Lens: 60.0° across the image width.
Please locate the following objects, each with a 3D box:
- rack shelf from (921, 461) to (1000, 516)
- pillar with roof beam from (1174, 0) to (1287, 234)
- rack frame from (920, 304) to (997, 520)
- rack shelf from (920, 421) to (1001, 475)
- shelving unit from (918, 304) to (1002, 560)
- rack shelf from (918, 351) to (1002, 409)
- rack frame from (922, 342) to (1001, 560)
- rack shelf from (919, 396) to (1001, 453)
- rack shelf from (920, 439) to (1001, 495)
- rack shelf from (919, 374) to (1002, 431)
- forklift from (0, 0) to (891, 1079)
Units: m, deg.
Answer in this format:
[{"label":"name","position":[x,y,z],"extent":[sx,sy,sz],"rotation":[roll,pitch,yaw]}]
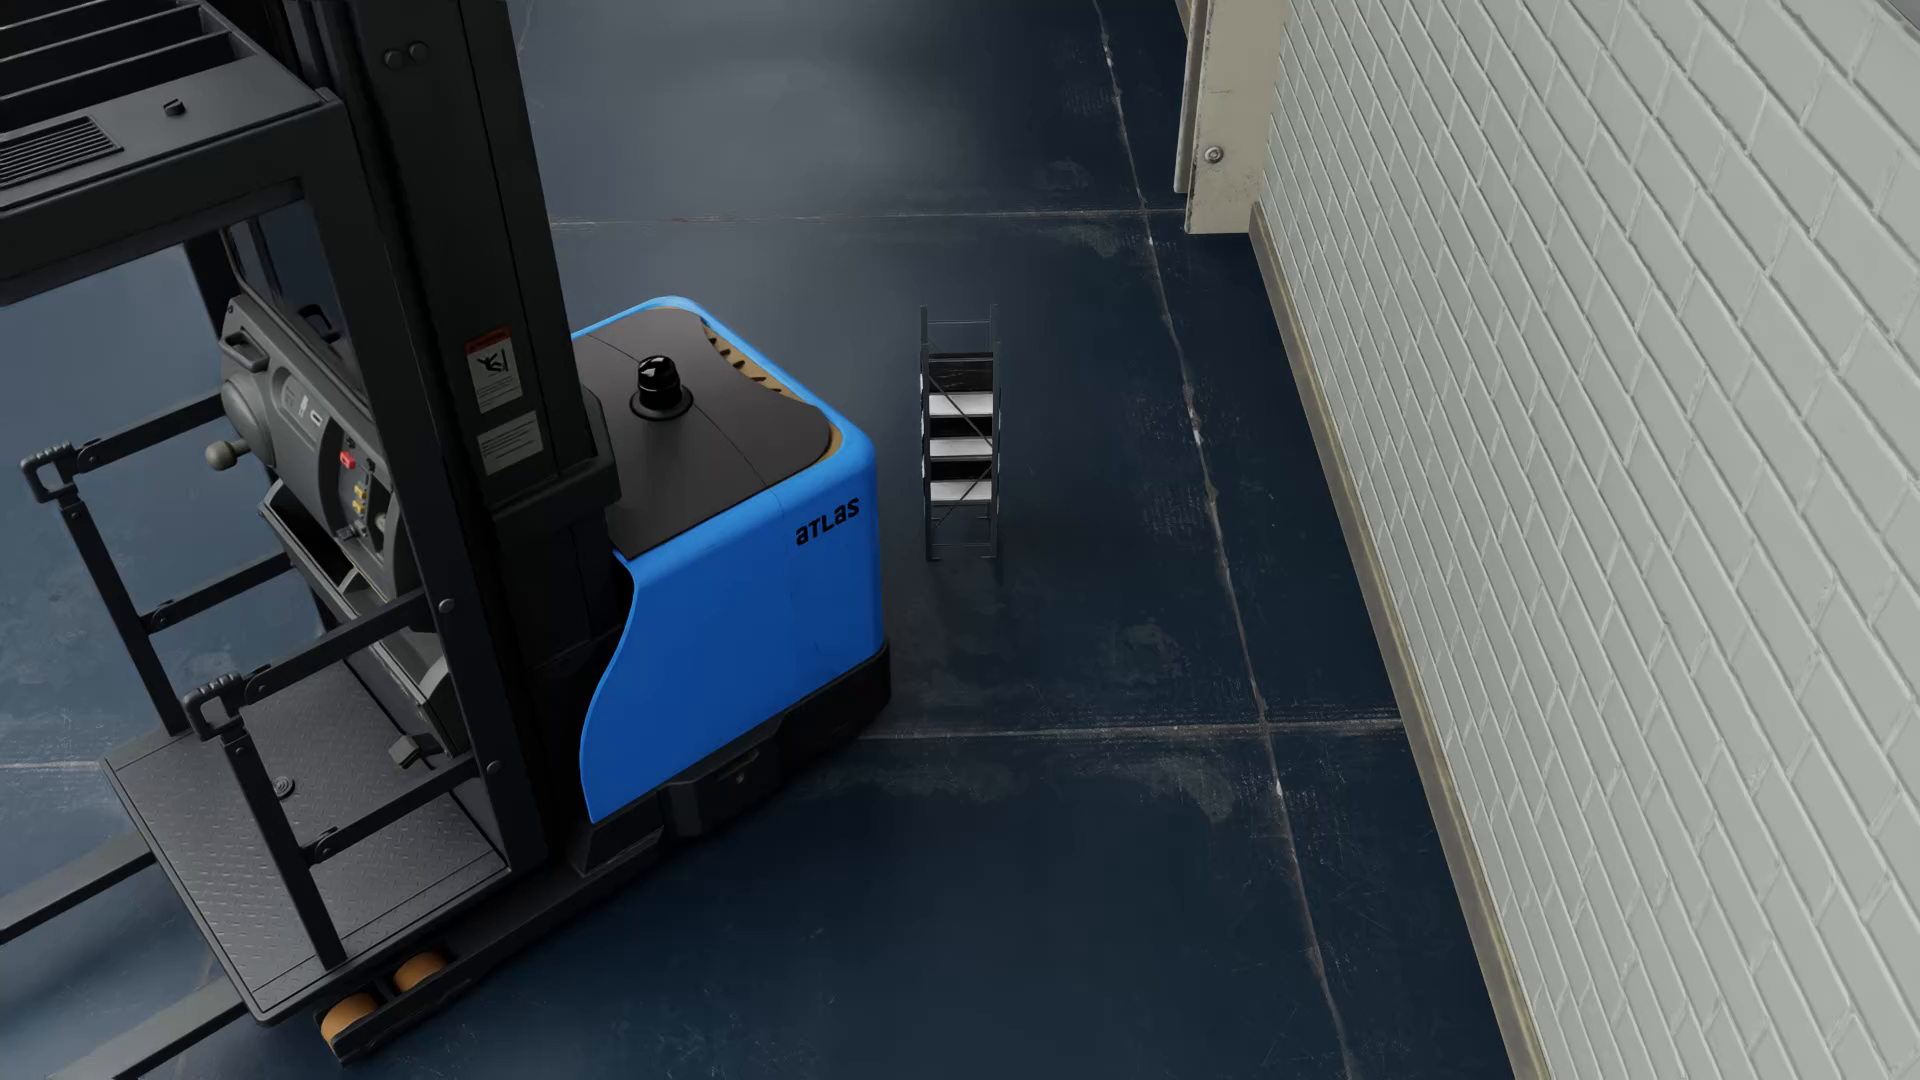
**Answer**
[{"label":"rack shelf","position":[0.000,-0.180,5.596],"extent":[0.258,0.077,0.200],"rotation":[-2,43,-2]},{"label":"pillar with roof beam","position":[-3.177,-4.658,4.172],"extent":[9.100,9.000,0.400],"rotation":[-2,43,-2]},{"label":"rack frame","position":[-0.005,-0.406,5.527],"extent":[0.240,0.900,0.006],"rotation":[-2,43,-2]},{"label":"rack shelf","position":[0.000,-0.313,5.474],"extent":[0.258,0.077,0.200],"rotation":[-2,43,-2]},{"label":"shelving unit","position":[0.000,-0.337,5.452],"extent":[0.258,0.900,0.210],"rotation":[-2,43,-2]},{"label":"rack shelf","position":[0.000,-0.512,5.292],"extent":[0.258,0.077,0.200],"rotation":[-2,43,-2]},{"label":"rack frame","position":[0.004,-0.269,5.377],"extent":[0.240,0.900,0.006],"rotation":[-2,43,-2]},{"label":"rack shelf","position":[0.000,-0.379,5.414],"extent":[0.258,0.077,0.200],"rotation":[-2,43,-2]},{"label":"rack shelf","position":[0.000,-0.246,5.535],"extent":[0.258,0.077,0.200],"rotation":[-2,43,-2]},{"label":"rack shelf","position":[0.000,-0.445,5.353],"extent":[0.258,0.077,0.200],"rotation":[-2,43,-2]},{"label":"forklift","position":[-1.660,-0.151,3.746],"extent":[3.031,2.935,1.130],"rotation":[-30,50,-29]}]
